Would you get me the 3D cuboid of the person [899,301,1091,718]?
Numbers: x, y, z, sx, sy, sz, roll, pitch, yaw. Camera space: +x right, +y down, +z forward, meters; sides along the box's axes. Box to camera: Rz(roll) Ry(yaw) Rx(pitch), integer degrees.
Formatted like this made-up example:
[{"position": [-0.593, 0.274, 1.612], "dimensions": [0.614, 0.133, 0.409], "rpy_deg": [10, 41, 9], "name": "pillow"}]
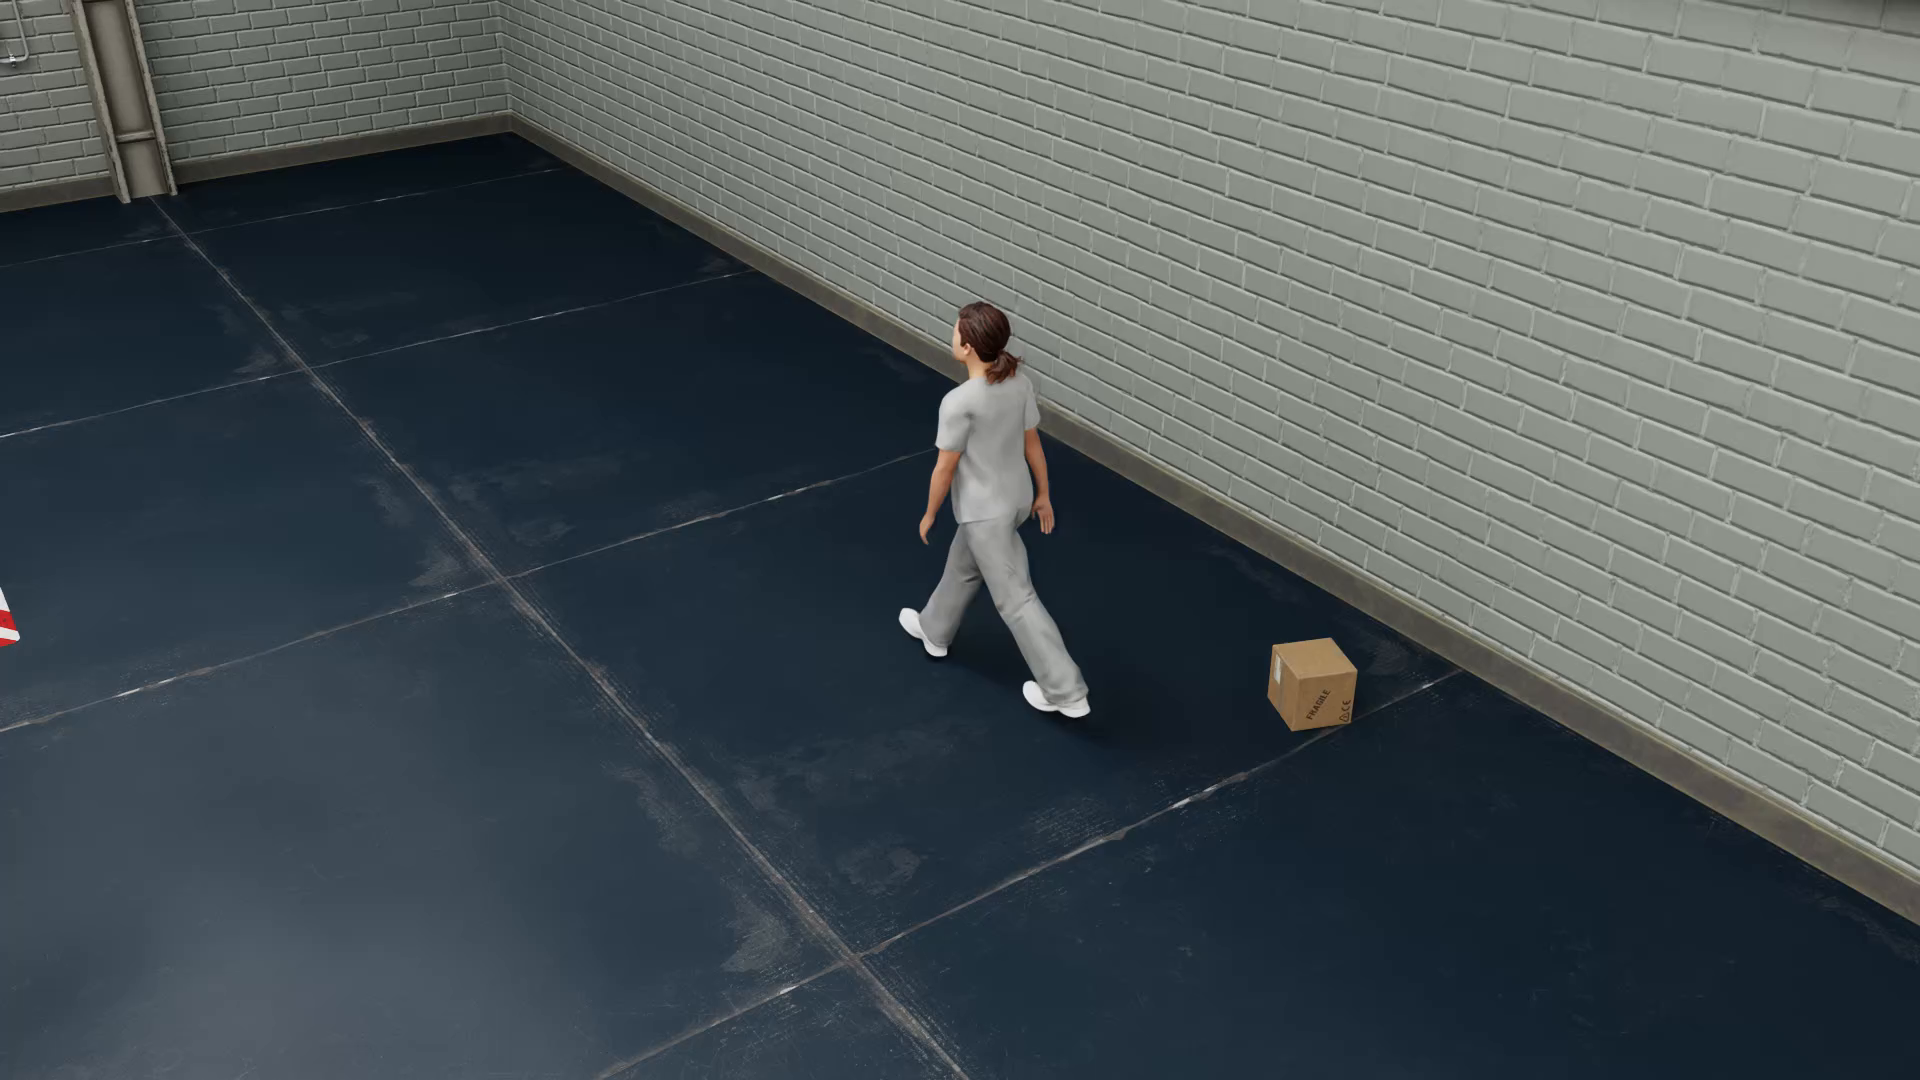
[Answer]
[{"position": [0.093, -0.131, 6.386], "dimensions": [1.056, 1.607, 0.467], "rpy_deg": [21, 35, 33], "name": "person"}]
